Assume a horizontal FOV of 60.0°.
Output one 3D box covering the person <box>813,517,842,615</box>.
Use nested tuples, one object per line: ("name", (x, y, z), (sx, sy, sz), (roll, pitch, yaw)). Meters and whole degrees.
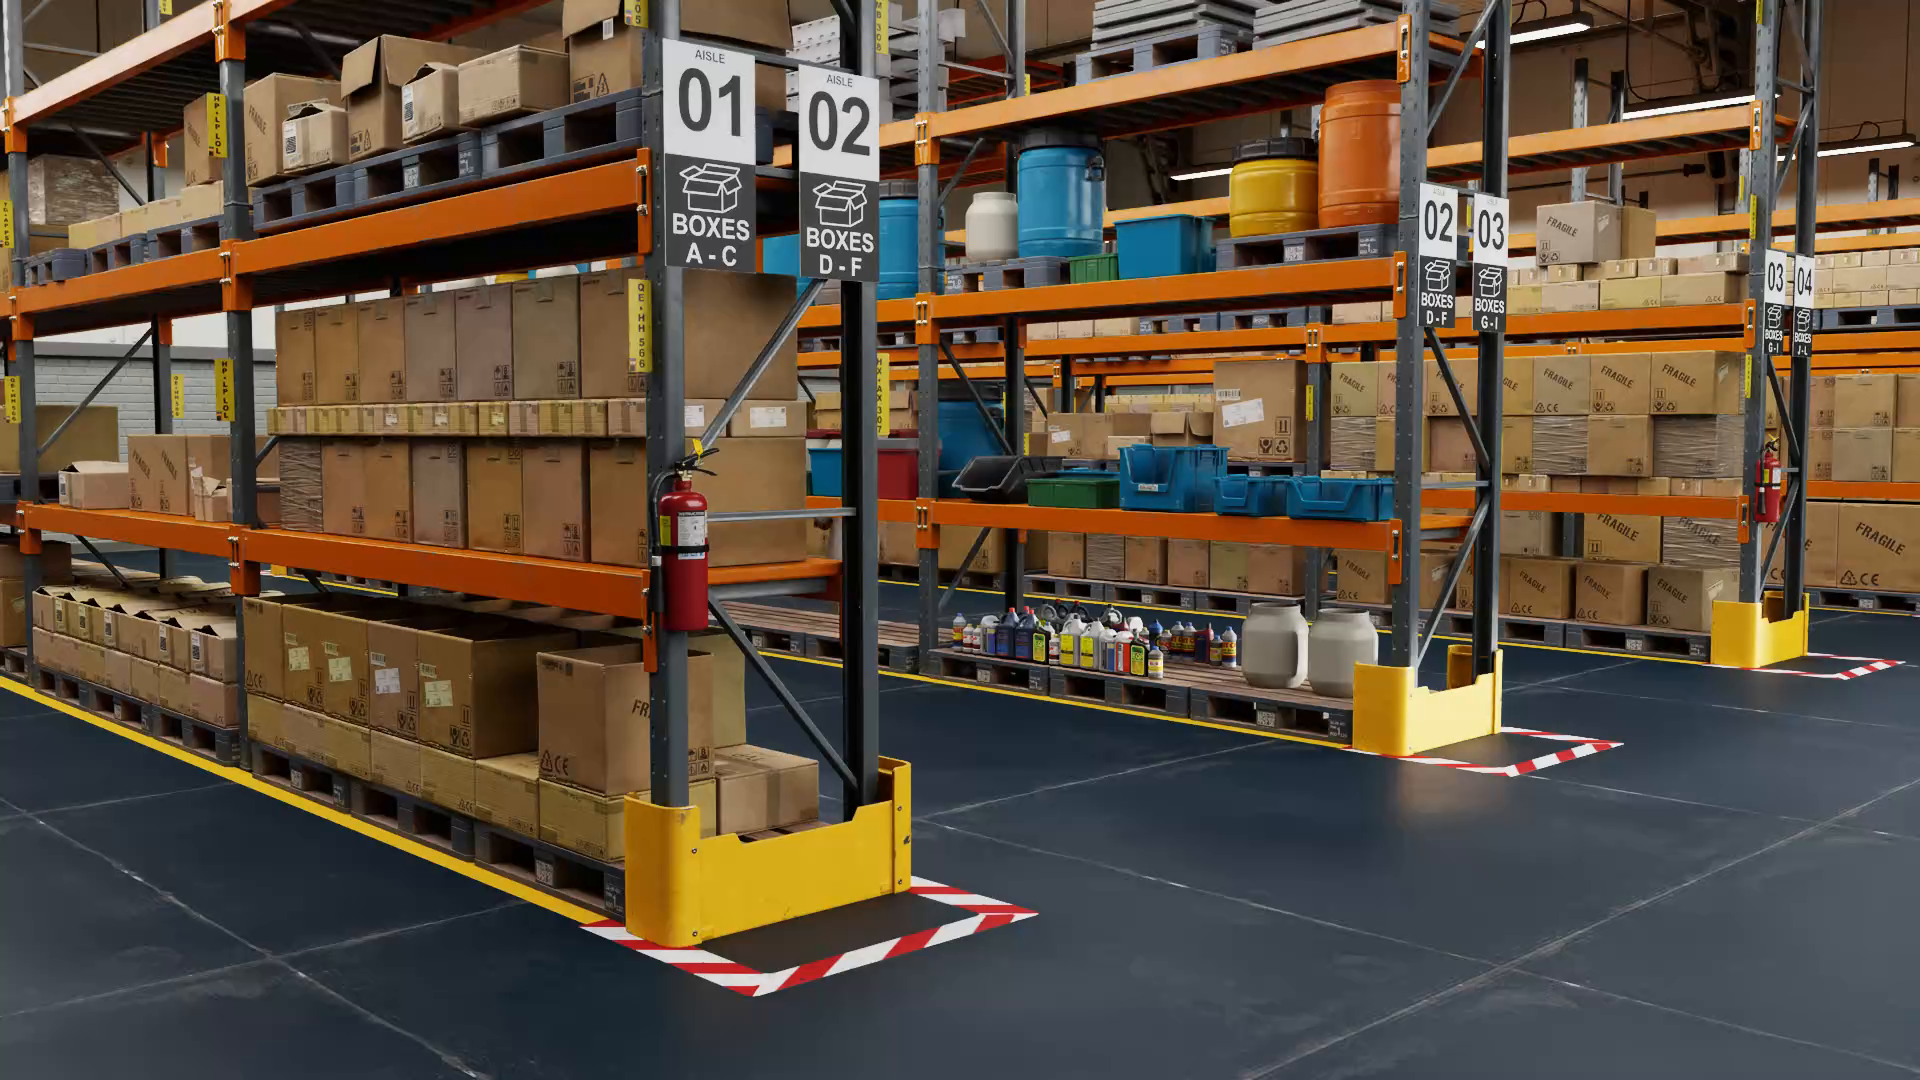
("person", (-1.047, -0.058, 15.079), (0.537, 1.777, 0.548), (-4, 5, -44))
